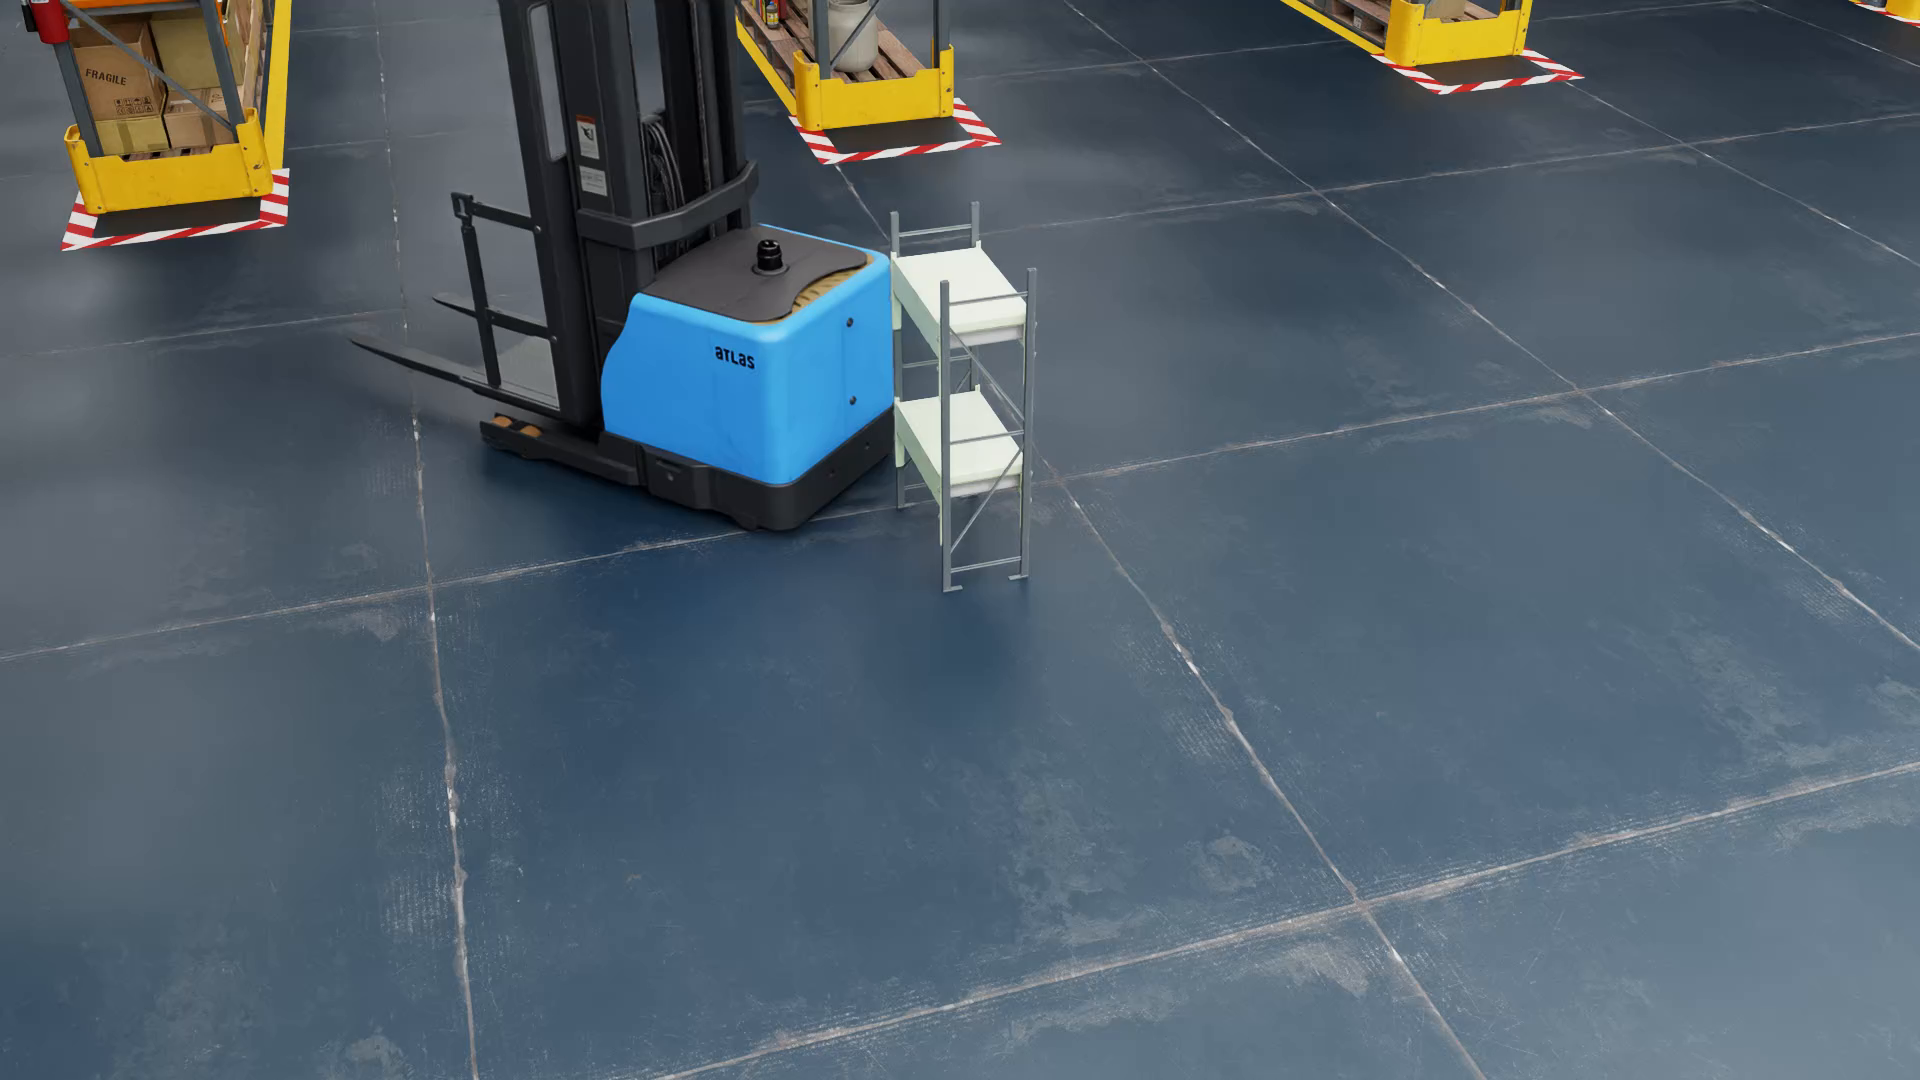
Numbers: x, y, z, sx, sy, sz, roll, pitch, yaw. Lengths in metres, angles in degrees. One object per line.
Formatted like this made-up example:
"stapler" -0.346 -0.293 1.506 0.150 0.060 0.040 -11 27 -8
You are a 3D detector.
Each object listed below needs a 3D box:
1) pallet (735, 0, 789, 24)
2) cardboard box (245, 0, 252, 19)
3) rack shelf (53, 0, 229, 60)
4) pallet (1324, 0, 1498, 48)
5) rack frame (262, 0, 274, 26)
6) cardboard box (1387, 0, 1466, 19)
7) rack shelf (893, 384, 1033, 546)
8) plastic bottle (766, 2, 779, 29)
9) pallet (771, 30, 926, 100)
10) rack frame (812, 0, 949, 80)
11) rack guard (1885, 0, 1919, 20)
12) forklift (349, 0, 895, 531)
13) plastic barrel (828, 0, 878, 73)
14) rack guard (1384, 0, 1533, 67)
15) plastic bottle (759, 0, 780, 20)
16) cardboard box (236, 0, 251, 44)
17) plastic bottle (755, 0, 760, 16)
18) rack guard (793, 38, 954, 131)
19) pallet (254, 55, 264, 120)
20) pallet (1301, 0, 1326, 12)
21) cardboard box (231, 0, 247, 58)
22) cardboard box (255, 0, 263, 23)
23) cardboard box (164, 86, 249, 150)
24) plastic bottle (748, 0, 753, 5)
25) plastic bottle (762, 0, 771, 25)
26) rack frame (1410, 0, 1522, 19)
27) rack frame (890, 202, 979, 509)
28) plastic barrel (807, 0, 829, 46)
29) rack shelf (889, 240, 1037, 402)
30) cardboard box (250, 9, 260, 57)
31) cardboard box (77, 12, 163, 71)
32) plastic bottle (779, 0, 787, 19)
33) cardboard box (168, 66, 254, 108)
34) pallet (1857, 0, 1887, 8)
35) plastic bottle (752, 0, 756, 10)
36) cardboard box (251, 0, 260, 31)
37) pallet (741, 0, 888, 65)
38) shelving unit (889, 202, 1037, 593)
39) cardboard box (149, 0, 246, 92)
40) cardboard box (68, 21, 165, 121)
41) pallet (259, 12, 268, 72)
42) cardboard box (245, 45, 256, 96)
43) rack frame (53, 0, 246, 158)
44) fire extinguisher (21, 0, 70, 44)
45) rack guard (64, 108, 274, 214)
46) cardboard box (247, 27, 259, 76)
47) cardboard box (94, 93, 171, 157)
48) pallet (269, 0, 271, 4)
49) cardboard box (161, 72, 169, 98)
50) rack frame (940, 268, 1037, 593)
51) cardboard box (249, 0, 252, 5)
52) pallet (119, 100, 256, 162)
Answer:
"pallet" -1.627 -5.011 15.143 1.003 0.211 1.213 -10 35 -15
"cardboard box" -5.864 -4.311 12.987 0.500 0.500 0.500 -10 35 -15
"rack shelf" -5.901 -4.353 12.270 1.077 0.370 4.000 -10 35 -15
"pallet" 3.907 -4.576 14.484 1.003 0.211 1.213 -10 35 -15
"rack frame" -6.511 -5.703 13.660 1.000 3.000 0.127 -10 35 -15
"cardboard box" 3.970 -4.730 14.074 0.500 0.500 0.500 -4 34 -6
"rack shelf" 0.002 -0.350 7.511 0.431 0.370 0.720 -10 35 -15
"plastic bottle" -1.550 -4.341 13.738 0.097 0.201 0.097 0 33 0
"pallet" -0.883 -3.730 13.204 1.003 0.211 1.213 -10 35 -15
"rack frame" -0.572 -4.434 11.740 1.000 3.000 0.127 -10 35 -15
"rack guard" 8.906 -4.993 14.852 1.175 0.500 0.348 -10 35 -15
"forklift" -1.832 -1.858 7.903 3.031 2.935 1.130 18 37 25
"plastic barrel" -0.846 -3.904 12.813 0.421 0.512 0.421 0 33 0
"rack guard" 4.121 -4.264 13.750 1.175 0.500 0.348 -10 35 -15
"plastic bottle" -1.601 -4.509 13.924 0.152 0.276 0.135 -10 35 -14
"cardboard box" -5.697 -4.051 12.593 0.500 0.500 0.500 -10 35 -15
"plastic bottle" -1.643 -4.582 14.035 0.152 0.276 0.135 -11 35 -16
"rack guard" -0.640 -3.423 12.477 1.175 0.500 0.348 -10 35 -15
"pallet" -5.932 -3.474 12.816 1.003 0.211 1.213 -10 35 -15
"pallet" 3.539 -5.216 15.452 1.003 0.211 1.213 -10 35 -15
"cardboard box" -5.562 -3.786 12.191 0.500 0.500 0.500 -10 35 -15
"cardboard box" -6.161 -4.525 13.990 0.500 0.250 0.500 -10 35 -15
"cardboard box" -5.242 -2.950 11.607 0.500 0.250 0.500 -10 35 -15
"plastic bottle" -1.754 -4.797 14.292 0.144 0.351 0.185 -10 35 -15
"plastic bottle" -1.603 -4.433 13.803 0.061 0.283 0.133 -9 35 -14
"rack frame" 4.145 -5.267 13.000 1.000 3.000 0.127 -10 35 -15
"rack frame" -0.110 -0.814 7.622 0.400 1.500 0.023 -10 35 -15
"plastic barrel" -0.999 -4.167 13.212 0.421 0.512 0.421 0 33 0
"rack shelf" 0.002 -0.948 7.116 0.431 0.370 0.720 -10 35 -15
"cardboard box" -5.852 -4.001 13.197 0.500 0.250 0.500 -10 35 -15
"cardboard box" -6.057 -3.698 12.059 0.500 0.500 0.500 -10 35 -15
"plastic bottle" -1.500 -4.530 13.950 0.061 0.283 0.133 -10 35 -15
"cardboard box" -5.398 -3.212 12.004 0.500 0.250 0.500 -10 35 -15
"pallet" 8.581 -5.292 15.567 1.003 0.211 1.213 -10 35 -15
"plastic bottle" -1.697 -4.699 14.145 0.144 0.351 0.185 -9 34 -13
"cardboard box" -6.018 -4.261 13.590 0.500 0.250 0.500 -10 35 -15
"pallet" -1.251 -4.370 14.172 1.003 0.211 1.213 -10 35 -15
"shelving unit" 0.002 -0.622 7.331 0.431 1.500 0.755 -10 35 -15
"cardboard box" -5.397 -3.525 11.797 0.500 0.500 0.500 -10 35 -15
"cardboard box" -5.738 -3.176 11.268 0.500 0.500 0.500 -10 35 -15
"pallet" -6.308 -4.116 13.787 1.003 0.211 1.213 -10 35 -15
"cardboard box" -5.551 -3.475 12.401 0.500 0.250 0.500 -10 35 -15
"rack frame" -5.291 -3.603 10.482 1.000 3.000 0.127 -10 35 -15
"fire extinguisher" -5.697 -3.431 10.291 0.296 0.674 0.183 -10 35 -15
"rack guard" -5.283 -2.548 11.152 1.175 0.500 0.348 -10 35 -15
"cardboard box" -5.698 -3.738 12.799 0.500 0.250 0.500 -10 35 -15
"cardboard box" -5.736 -2.863 11.475 0.500 0.250 0.500 -10 35 -15
"pallet" -6.773 -4.920 15.005 1.003 0.211 1.213 -10 35 -15
"cardboard box" -5.900 -3.124 11.870 0.500 0.250 0.500 -10 35 -15
"rack frame" 0.114 -0.430 7.040 0.400 1.500 0.023 -10 35 -15
"cardboard box" -6.020 -4.573 13.383 0.500 0.500 0.500 -10 35 -15
"pallet" -5.564 -2.834 11.848 1.003 0.211 1.213 -10 35 -15
